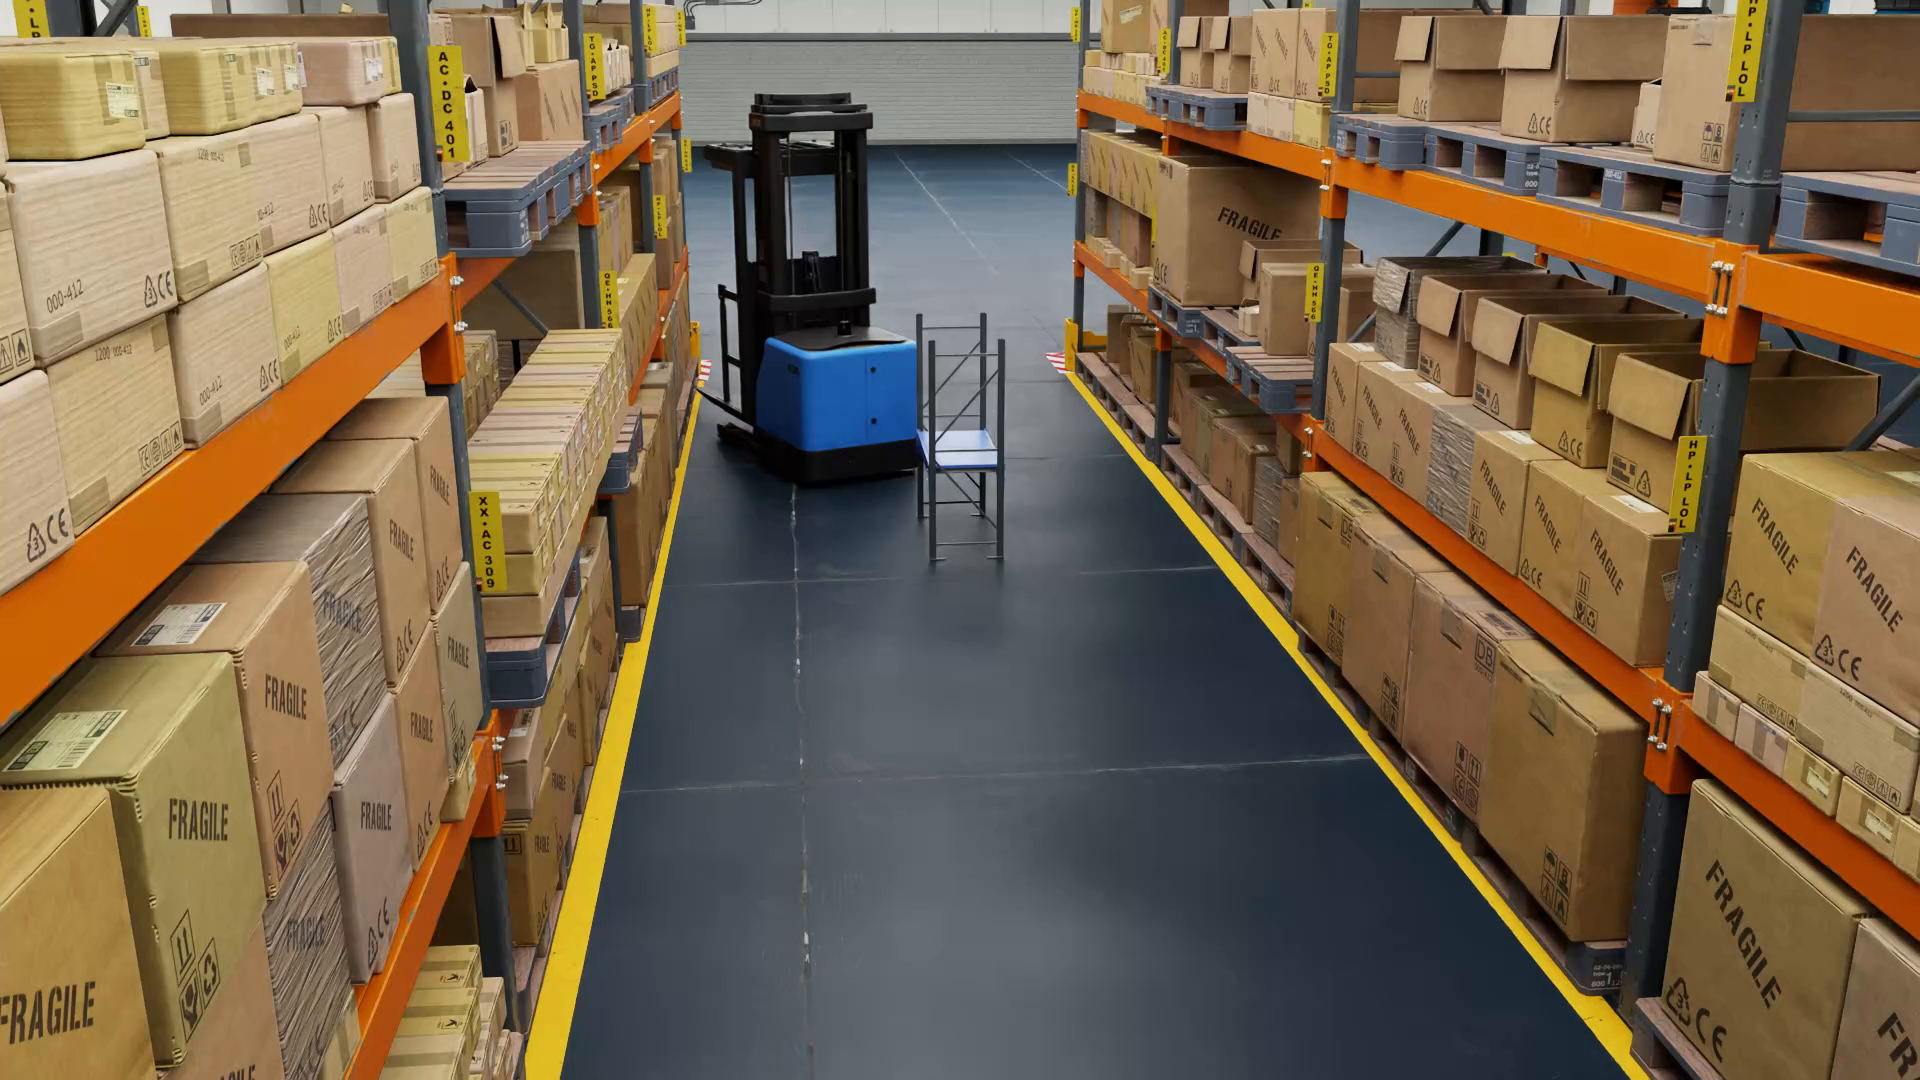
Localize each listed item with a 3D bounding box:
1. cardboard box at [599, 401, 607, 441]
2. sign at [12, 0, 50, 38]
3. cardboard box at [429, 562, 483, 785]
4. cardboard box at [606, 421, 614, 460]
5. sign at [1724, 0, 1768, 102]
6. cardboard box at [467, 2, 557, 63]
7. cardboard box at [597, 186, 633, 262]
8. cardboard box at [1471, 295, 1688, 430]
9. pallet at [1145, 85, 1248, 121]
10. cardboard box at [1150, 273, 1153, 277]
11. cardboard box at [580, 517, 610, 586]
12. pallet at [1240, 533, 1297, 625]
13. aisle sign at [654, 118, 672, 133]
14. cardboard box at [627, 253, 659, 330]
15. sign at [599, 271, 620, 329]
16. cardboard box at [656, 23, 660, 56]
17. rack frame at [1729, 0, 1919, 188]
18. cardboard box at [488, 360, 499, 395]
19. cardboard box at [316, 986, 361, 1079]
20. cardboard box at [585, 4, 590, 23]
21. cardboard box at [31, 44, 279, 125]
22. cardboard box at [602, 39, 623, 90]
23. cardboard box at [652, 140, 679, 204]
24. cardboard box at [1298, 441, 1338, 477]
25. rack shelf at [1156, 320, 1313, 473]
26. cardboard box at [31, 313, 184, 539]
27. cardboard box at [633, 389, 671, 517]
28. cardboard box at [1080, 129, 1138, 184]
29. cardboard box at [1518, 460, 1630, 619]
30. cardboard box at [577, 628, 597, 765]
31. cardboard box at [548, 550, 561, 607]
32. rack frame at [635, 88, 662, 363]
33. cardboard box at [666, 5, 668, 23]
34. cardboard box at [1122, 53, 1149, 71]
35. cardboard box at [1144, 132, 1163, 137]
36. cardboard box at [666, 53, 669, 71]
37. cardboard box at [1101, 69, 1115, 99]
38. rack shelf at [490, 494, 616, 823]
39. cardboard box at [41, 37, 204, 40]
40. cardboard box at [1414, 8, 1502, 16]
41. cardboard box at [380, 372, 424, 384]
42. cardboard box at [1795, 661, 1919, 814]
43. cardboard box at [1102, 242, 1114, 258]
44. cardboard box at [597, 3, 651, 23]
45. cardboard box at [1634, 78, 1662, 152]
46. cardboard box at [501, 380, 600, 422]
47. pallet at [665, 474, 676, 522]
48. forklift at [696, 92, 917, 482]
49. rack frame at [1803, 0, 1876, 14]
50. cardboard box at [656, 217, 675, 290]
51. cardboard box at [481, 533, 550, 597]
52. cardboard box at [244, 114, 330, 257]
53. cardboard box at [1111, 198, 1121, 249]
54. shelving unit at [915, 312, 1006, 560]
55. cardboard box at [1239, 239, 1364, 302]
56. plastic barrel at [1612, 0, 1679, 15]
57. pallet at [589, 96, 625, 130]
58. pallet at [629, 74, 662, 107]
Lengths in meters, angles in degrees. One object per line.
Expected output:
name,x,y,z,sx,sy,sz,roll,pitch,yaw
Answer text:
cardboard box,-1.822,-0.538,7.603,0.380,0.149,0.250,-2,18,-6
sign,-2.573,-1.411,4.634,0.100,0.325,0.005,-2,18,-6
cardboard box,-1.690,0.383,4.787,0.500,0.500,0.500,-2,18,-6
cardboard box,-1.853,-0.478,7.909,0.380,0.149,0.250,-2,18,-6
sign,2.384,-1.494,5.033,0.100,0.325,0.005,-2,18,-6
cardboard box,-2.066,-2.334,7.651,0.396,0.266,0.258,-2,18,-6
cardboard box,-2.789,-2.324,12.234,0.700,0.500,0.500,-2,18,-7
cardboard box,2.710,-0.792,7.351,0.797,0.503,0.637,-1,17,-4
pallet,2.056,-3.224,12.244,1.213,0.211,1.003,-2,18,-6
cardboard box,1.801,-2.156,13.956,0.380,0.149,0.250,-2,18,-6
cardboard box,-2.102,0.075,8.650,0.500,0.250,0.500,-2,18,-7
pallet,2.431,0.220,10.625,1.003,0.211,1.213,-2,18,-6
aisle sign,-2.968,-4.409,16.373,0.394,0.787,0.004,-2,18,-6
cardboard box,-2.526,-1.847,12.386,0.500,0.500,0.500,-2,18,-6
sign,-1.895,-1.289,8.974,0.100,0.325,0.005,-2,18,-6
cardboard box,-2.672,-4.001,13.291,0.500,0.250,0.500,-2,18,-6
rack frame,2.923,-2.548,4.771,1.000,3.000,0.127,-2,18,-6
cardboard box,-2.583,-0.827,8.525,0.380,0.149,0.250,-1,17,-3
cardboard box,-1.526,1.098,3.591,0.380,0.149,0.250,-1,17,-5
cardboard box,-3.384,-4.514,14.259,0.380,0.149,0.250,-2,17,-5
cardboard box,-1.558,-0.882,3.221,0.380,0.149,0.250,-2,18,-6
cardboard box,-2.446,-3.068,10.714,0.500,0.311,0.500,-2,18,-8
cardboard box,-3.110,-3.452,15.613,0.875,0.550,0.550,-2,18,-6
cardboard box,2.411,-0.452,10.295,0.500,0.250,0.500,-1,17,-3
rack shelf,2.304,-1.131,11.472,1.077,0.370,4.000,-2,18,-6
cardboard box,-1.516,-0.183,2.494,0.500,0.250,0.500,-2,18,-7
cardboard box,-2.597,-0.604,11.648,1.050,0.750,0.750,-2,18,-6
cardboard box,1.471,-3.756,16.300,0.500,0.500,0.500,-2,18,-6
cardboard box,2.559,-0.012,6.542,0.500,0.500,0.500,-1,17,-4
cardboard box,-1.985,0.737,7.793,0.500,0.500,0.500,-3,18,-8
cardboard box,-1.638,0.142,5.934,0.380,0.149,0.250,-2,17,-5
rack frame,-2.846,-1.947,12.870,1.000,3.000,0.127,-2,18,-6
cardboard box,-2.756,-4.609,14.564,0.380,0.149,0.250,-2,18,-6
cardboard box,1.656,-4.261,14.817,0.380,0.149,0.250,-2,18,-6
cardboard box,2.045,-3.623,15.877,0.500,0.500,0.500,-2,18,-6
cardboard box,-2.730,-4.155,14.446,0.380,0.149,0.250,-2,17,-5
cardboard box,1.584,-4.168,15.189,0.500,0.250,0.500,-2,18,-6
rack shelf,-2.227,0.184,7.283,1.077,0.370,4.000,-2,18,-6
cardboard box,-2.232,-1.257,4.416,0.380,0.149,0.250,-2,18,-7
cardboard box,2.718,-2.743,9.398,0.500,0.500,0.500,-2,18,-5
cardboard box,-2.471,-0.663,7.506,0.380,0.149,0.250,-1,17,-3
cardboard box,2.757,0.540,4.704,0.500,0.250,0.500,-2,18,-6
cardboard box,1.560,-2.751,15.850,0.380,0.149,0.250,-2,18,-6
cardboard box,-2.545,-4.005,12.639,0.380,0.149,0.250,-2,18,-5
cardboard box,2.899,-1.605,6.221,0.500,0.311,0.500,-2,18,-8
cardboard box,-1.796,-0.602,7.312,0.380,0.149,0.250,-1,17,-3
pallet,-2.692,-0.389,12.562,1.003,0.211,1.213,-2,18,-6
forklift,-1.437,-2.243,13.927,1.130,2.935,3.031,-9,20,-27
rack frame,7.024,-5.085,12.851,1.000,3.000,0.127,-2,18,-6
cardboard box,-2.914,-2.455,14.240,0.875,0.550,0.550,-2,18,-6
cardboard box,-1.604,0.083,5.627,0.380,0.149,0.250,-1,17,-5
cardboard box,-1.620,-0.721,3.374,0.500,0.250,0.500,-1,17,-3
cardboard box,1.894,-2.991,15.532,0.875,0.500,0.500,-2,18,-6
shelving unit,-0.009,-0.741,11.533,0.538,1.500,1.048,-2,18,-6
cardboard box,2.369,-1.806,11.547,0.797,0.503,0.637,0,17,0
plastic barrel,6.788,-5.110,16.520,0.600,0.830,0.708,-2,18,-6
pallet,-2.671,-2.619,10.319,1.003,0.211,1.213,-1,17,-3
pallet,-2.920,-3.579,13.211,1.003,0.211,1.213,-2,18,-6
